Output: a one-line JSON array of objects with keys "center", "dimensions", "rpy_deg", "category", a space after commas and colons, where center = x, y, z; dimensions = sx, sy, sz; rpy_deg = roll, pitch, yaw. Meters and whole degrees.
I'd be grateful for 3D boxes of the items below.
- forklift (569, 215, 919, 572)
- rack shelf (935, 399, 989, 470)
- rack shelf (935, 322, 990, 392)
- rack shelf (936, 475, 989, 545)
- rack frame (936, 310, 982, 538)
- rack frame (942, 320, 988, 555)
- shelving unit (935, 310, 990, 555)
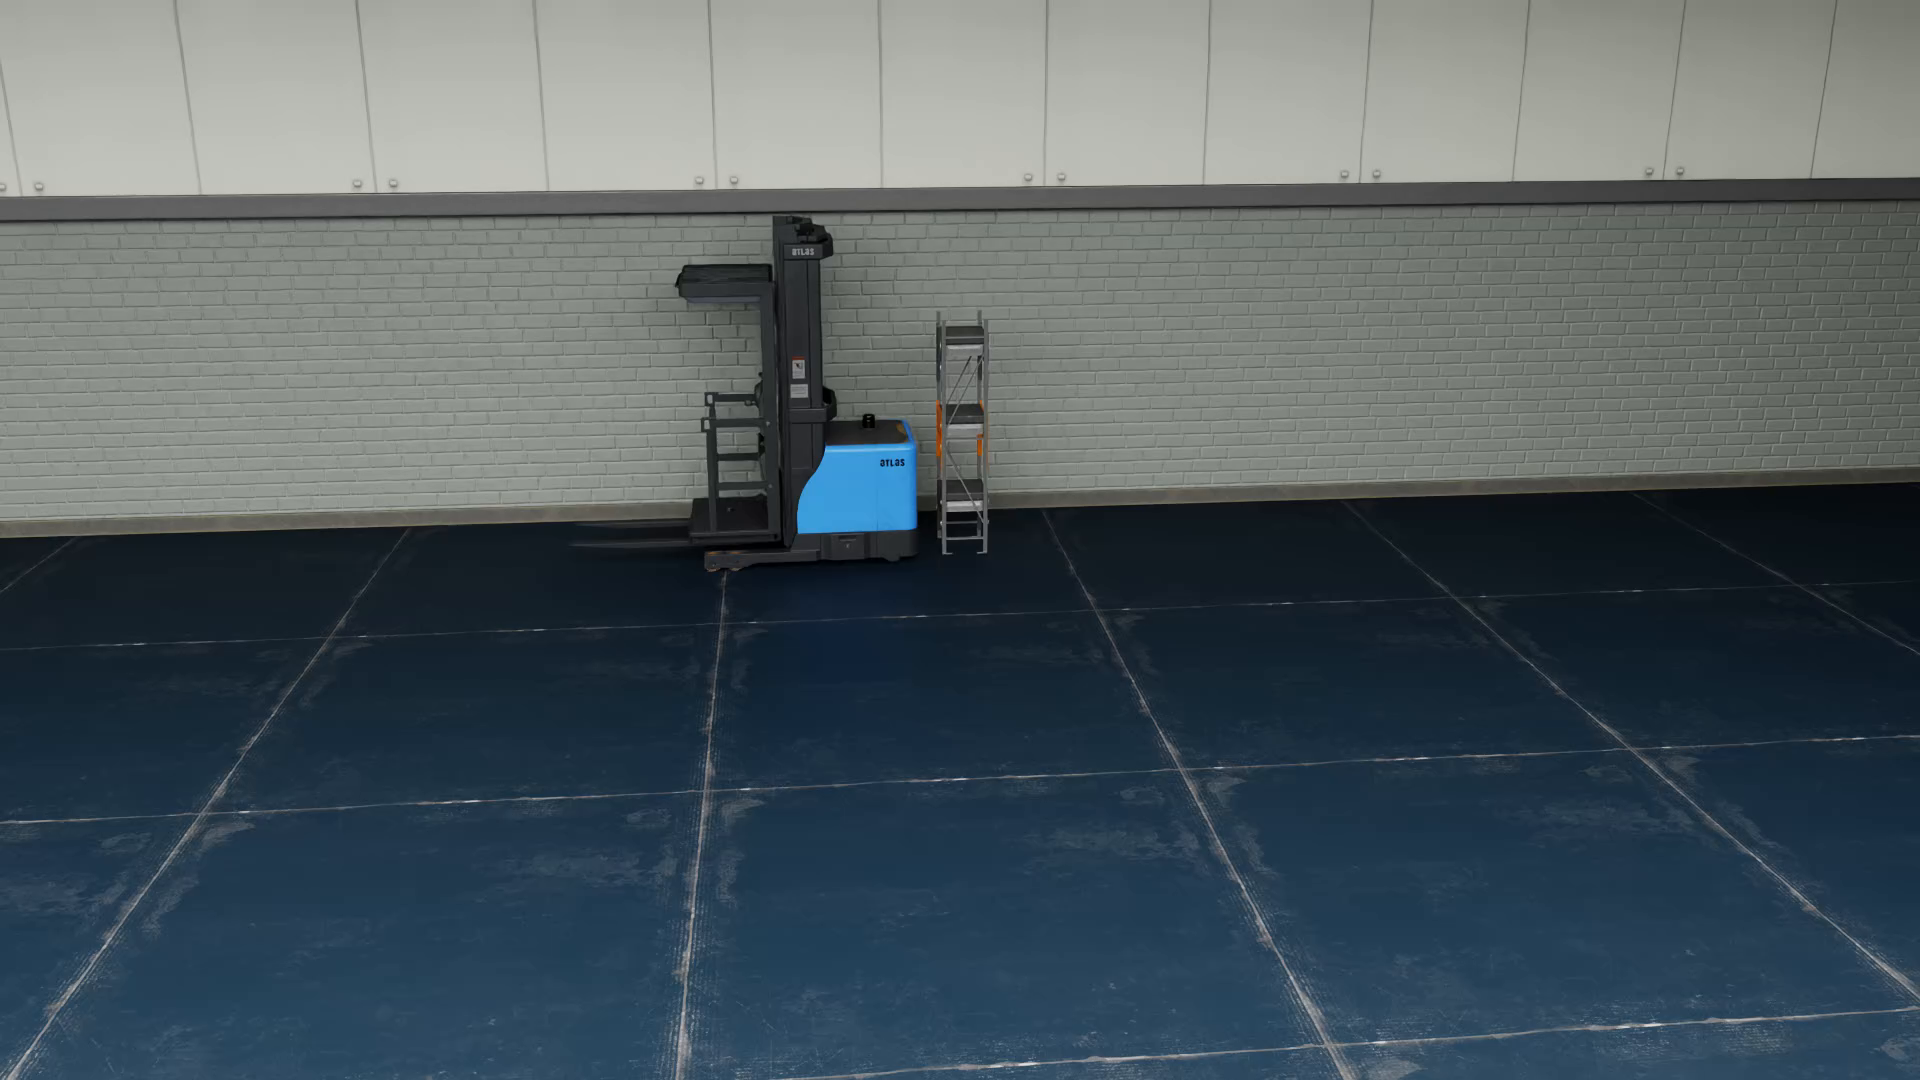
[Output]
[{"center": [-1.914, -1.293, 14.476], "dimensions": [3.031, 2.935, 1.130], "rpy_deg": [-2, 18, -6], "category": "forklift"}, {"center": [0.017, -0.939, 14.782], "dimensions": [0.431, 0.518, 0.480], "rpy_deg": [-2, 18, -6], "category": "rack shelf"}, {"center": [0.017, -1.607, 14.573], "dimensions": [0.431, 0.518, 0.480], "rpy_deg": [-2, 18, -6], "category": "rack shelf"}, {"center": [0.017, -0.272, 14.992], "dimensions": [0.431, 0.518, 0.480], "rpy_deg": [-2, 18, -6], "category": "rack shelf"}, {"center": [-0.008, -1.025, 15.010], "dimensions": [0.400, 2.100, 0.015], "rpy_deg": [-2, 18, -6], "category": "rack frame"}, {"center": [0.042, -0.880, 14.547], "dimensions": [0.400, 2.100, 0.015], "rpy_deg": [-2, 18, -6], "category": "rack frame"}, {"center": [0.017, -0.952, 14.778], "dimensions": [0.431, 2.100, 0.503], "rpy_deg": [-2, 18, -6], "category": "shelving unit"}]
